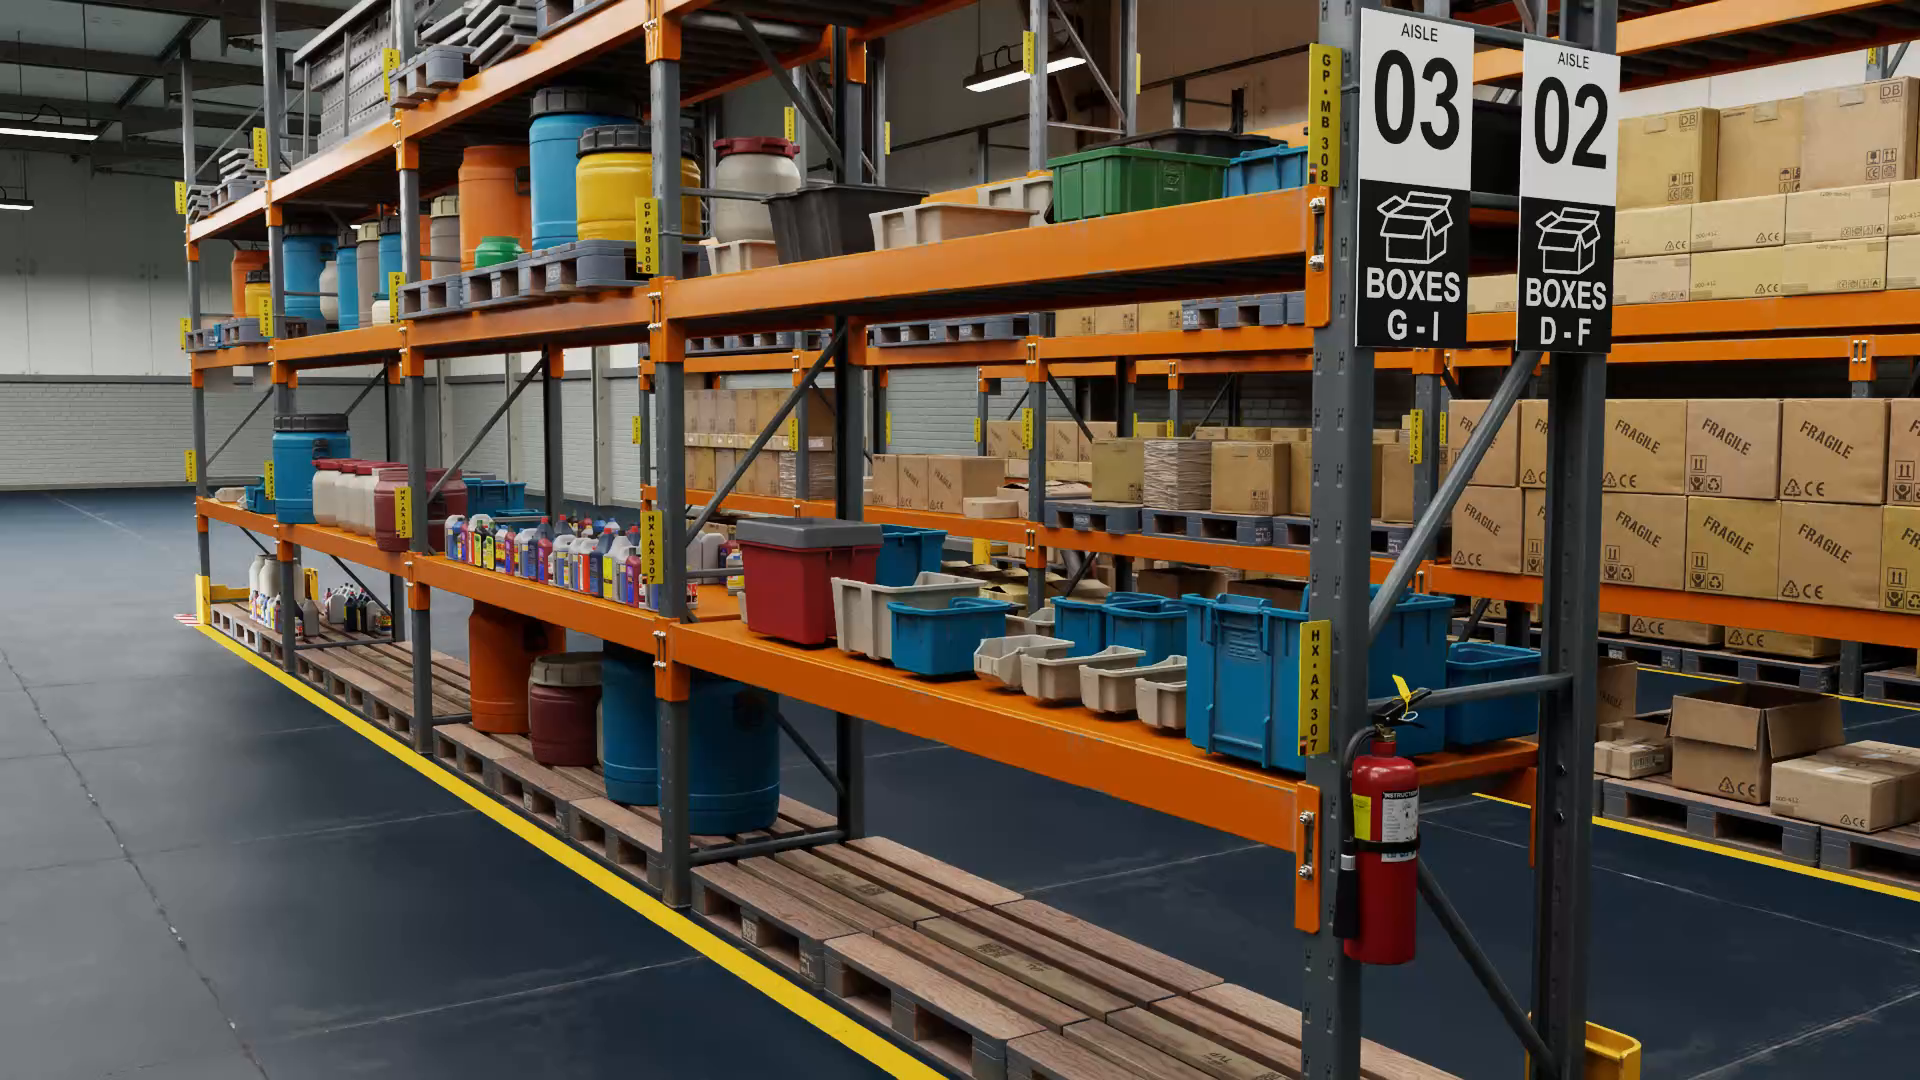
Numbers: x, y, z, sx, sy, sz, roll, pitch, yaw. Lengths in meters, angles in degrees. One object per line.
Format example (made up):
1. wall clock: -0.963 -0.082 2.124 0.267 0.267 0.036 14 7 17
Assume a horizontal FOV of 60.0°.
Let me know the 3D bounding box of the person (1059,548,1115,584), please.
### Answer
1. person: 1.424 0.259 17.556 0.507 1.187 0.953 -3 6 -36
